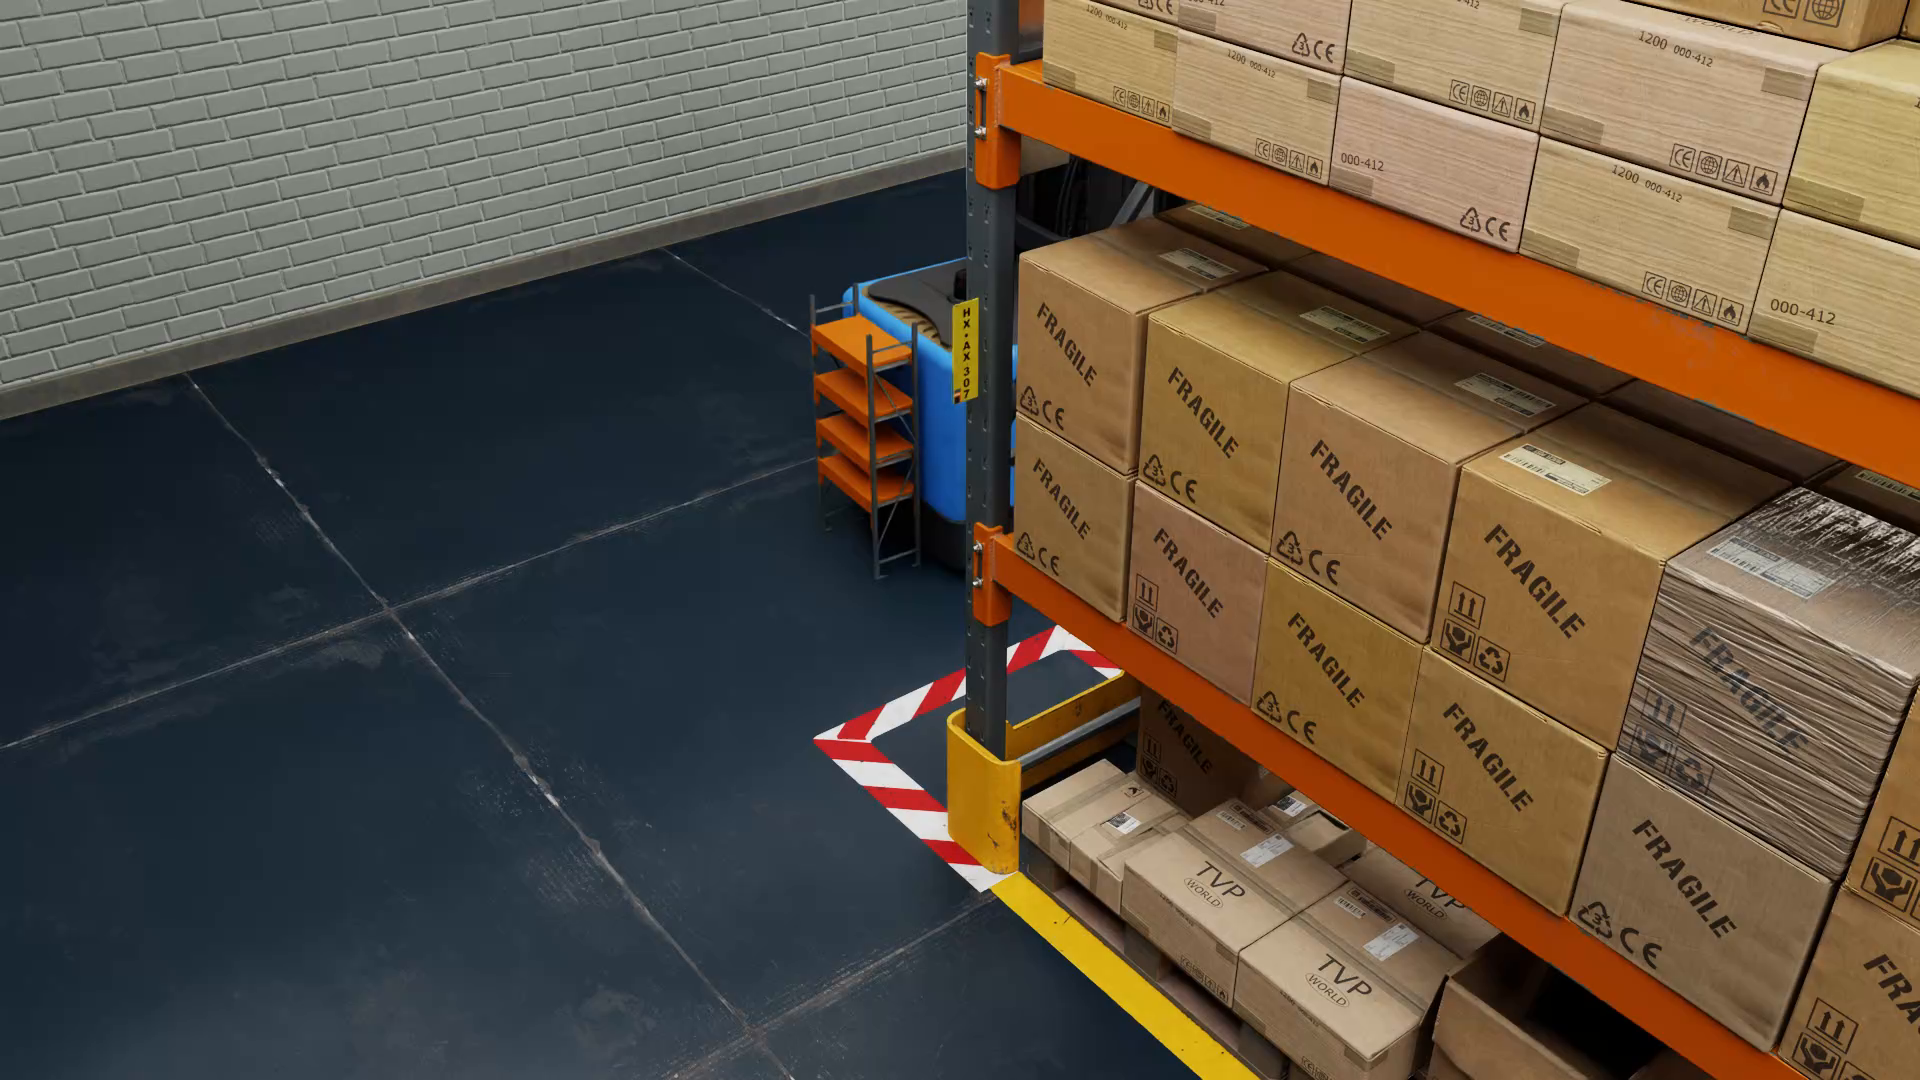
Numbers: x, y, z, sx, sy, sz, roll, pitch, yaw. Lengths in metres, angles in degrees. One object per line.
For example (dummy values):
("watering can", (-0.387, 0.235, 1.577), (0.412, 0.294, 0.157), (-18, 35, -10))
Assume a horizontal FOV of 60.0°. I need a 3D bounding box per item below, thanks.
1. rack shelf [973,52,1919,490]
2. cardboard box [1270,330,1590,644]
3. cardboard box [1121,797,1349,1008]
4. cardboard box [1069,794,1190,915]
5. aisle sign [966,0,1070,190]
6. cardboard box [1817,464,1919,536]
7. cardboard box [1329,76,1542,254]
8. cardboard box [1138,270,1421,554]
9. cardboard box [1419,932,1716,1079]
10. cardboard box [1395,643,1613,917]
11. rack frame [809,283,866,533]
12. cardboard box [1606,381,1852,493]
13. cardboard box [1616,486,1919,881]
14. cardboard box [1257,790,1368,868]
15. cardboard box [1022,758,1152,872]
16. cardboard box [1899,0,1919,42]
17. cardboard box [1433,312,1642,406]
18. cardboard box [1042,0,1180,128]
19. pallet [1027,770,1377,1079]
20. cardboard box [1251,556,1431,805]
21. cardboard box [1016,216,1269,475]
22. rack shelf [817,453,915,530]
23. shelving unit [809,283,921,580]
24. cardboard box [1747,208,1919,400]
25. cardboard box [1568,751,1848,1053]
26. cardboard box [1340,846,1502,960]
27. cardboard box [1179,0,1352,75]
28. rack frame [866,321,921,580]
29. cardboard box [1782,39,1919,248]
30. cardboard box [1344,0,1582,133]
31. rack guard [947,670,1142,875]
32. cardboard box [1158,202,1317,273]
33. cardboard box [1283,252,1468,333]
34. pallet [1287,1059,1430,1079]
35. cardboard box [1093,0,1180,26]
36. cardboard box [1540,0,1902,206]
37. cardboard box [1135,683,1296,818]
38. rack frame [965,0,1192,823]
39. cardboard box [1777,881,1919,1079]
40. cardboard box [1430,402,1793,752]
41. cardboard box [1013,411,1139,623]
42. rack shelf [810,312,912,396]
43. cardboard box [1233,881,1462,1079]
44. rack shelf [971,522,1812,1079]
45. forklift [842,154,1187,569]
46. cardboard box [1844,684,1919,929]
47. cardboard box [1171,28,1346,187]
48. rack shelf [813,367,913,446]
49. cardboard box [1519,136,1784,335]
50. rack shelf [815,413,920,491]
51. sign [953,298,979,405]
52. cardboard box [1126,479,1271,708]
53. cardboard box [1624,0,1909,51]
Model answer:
("rack shelf", (1.675, -0.509, 3.565), (1.077, 0.370, 4.000), (-22, 38, -31))
("cardboard box", (1.142, -0.145, 4.098), (0.500, 0.500, 0.500), (-22, 38, -31))
("cardboard box", (0.865, 1.134, 5.270), (0.500, 0.250, 0.500), (-22, 38, -31))
("cardboard box", (0.587, 1.033, 5.512), (0.380, 0.166, 0.250), (-22, 38, -31))
("aisle sign", (0.175, -1.411, 4.716), (0.394, 0.787, 0.004), (-22, 38, -31))
("cardboard box", (2.203, 0.109, 3.688), (0.500, 0.500, 0.500), (-24, 39, -33))
("cardboard box", (1.167, -0.867, 3.603), (0.500, 0.250, 0.500), (-22, 38, -31))
("cardboard box", (0.839, -0.355, 4.437), (0.500, 0.500, 0.500), (-22, 38, -31))
("cardboard box", (1.745, 1.386, 4.625), (0.797, 0.503, 0.637), (-22, 38, -31))
("cardboard box", (1.444, 0.486, 4.029), (0.500, 0.500, 0.500), (-22, 38, -31))
("rack frame", (-0.550, -0.581, 7.548), (0.240, 1.200, 0.015), (-19, 37, -28))
("cardboard box", (1.886, -0.105, 4.034), (0.500, 0.500, 0.500), (-21, 38, -30))
("cardboard box", (1.762, 0.276, 3.419), (0.500, 0.500, 0.500), (-22, 38, -31))
("cardboard box", (1.154, 0.988, 5.585), (0.380, 0.166, 0.250), (-22, 38, -31))
("cardboard box", (0.434, 0.936, 5.685), (0.380, 0.149, 0.250), (-22, 38, -31))
("cardboard box", (2.067, -1.099, 2.791), (0.700, 0.500, 0.500), (-22, 38, -31))
("cardboard box", (1.571, -0.320, 4.379), (0.500, 0.500, 0.500), (-21, 38, -30))
("cardboard box", (0.563, -1.288, 4.280), (0.500, 0.250, 0.500), (-22, 38, -31))
("pallet", (0.985, 1.175, 5.659), (1.003, 0.211, 1.213), (-22, 38, -31))
("cardboard box", (1.138, 0.278, 4.365), (0.500, 0.500, 0.500), (-22, 38, -32))
("cardboard box", (0.512, -0.571, 4.783), (0.500, 0.500, 0.500), (-21, 38, -30))
("rack shelf", (-0.416, -0.247, 7.515), (0.258, 0.148, 0.480), (-19, 37, -28))
("shelving unit", (-0.416, -0.473, 7.375), (0.258, 1.200, 0.503), (-19, 37, -28))
("cardboard box", (1.782, -0.451, 2.933), (0.500, 0.250, 0.500), (-22, 38, -31))
("cardboard box", (1.758, 0.698, 3.689), (0.500, 0.500, 0.500), (-21, 38, -30))
("cardboard box", (1.535, 1.160, 5.228), (0.500, 0.250, 0.500), (-22, 38, -31))
("cardboard box", (0.859, -1.288, 3.805), (0.500, 0.250, 0.500), (-22, 38, -31))
("rack frame", (-0.282, -0.366, 7.201), (0.240, 1.200, 0.015), (-19, 37, -28))
("cardboard box", (1.780, -0.663, 2.800), (0.500, 0.250, 0.500), (-22, 38, -31))
("cardboard box", (1.171, -1.081, 3.473), (0.500, 0.250, 0.500), (-22, 38, -31))
("rack guard", (0.495, 0.720, 6.117), (1.175, 0.500, 0.348), (-22, 38, -31))
("cardboard box", (0.939, -0.744, 5.063), (0.500, 0.500, 0.500), (-23, 38, -32))
("cardboard box", (1.249, -0.534, 4.724), (0.500, 0.500, 0.500), (-21, 38, -30))
("pallet", (1.729, 1.683, 4.841), (1.003, 0.211, 1.213), (-22, 38, -31))
("cardboard box", (0.558, -1.498, 4.145), (0.500, 0.250, 0.500), (-22, 38, -31))
("cardboard box", (1.474, -0.872, 3.136), (0.500, 0.250, 0.500), (-22, 38, -31))
("cardboard box", (0.977, 0.648, 5.816), (0.500, 0.500, 0.500), (-22, 38, -31))
("rack frame", (0.449, -0.374, 5.509), (1.000, 3.000, 0.127), (-22, 38, -31))
("cardboard box", (2.075, 0.911, 3.345), (0.500, 0.500, 0.500), (-21, 38, -30))
("cardboard box", (1.454, 0.066, 3.758), (0.500, 0.500, 0.500), (-23, 38, -32))
("cardboard box", (0.512, -0.146, 5.047), (0.500, 0.500, 0.500), (-21, 38, -30))
("rack shelf", (-0.416, -0.807, 7.167), (0.258, 0.148, 0.480), (-19, 37, -28))
("cardboard box", (1.171, 1.343, 4.934), (0.500, 0.250, 0.500), (-22, 38, -31))
("rack shelf", (1.675, 0.765, 4.356), (1.077, 0.370, 4.000), (-22, 38, -31))
("forklift", (0.962, -1.700, 7.709), (3.031, 2.935, 1.130), (-19, 37, -28))
("cardboard box", (2.071, 0.487, 3.081), (0.500, 0.500, 0.500), (-23, 39, -32))
("cardboard box", (0.859, -1.075, 3.937), (0.500, 0.250, 0.500), (-22, 38, -31))
("rack shelf", (-0.416, -0.606, 7.292), (0.258, 0.148, 0.480), (-19, 37, -28))
("cardboard box", (1.479, -0.661, 3.271), (0.500, 0.250, 0.500), (-22, 38, -31))
("rack shelf", (-0.416, -0.416, 7.410), (0.258, 0.148, 0.480), (-19, 37, -28))
("sign", (0.020, -0.566, 4.997), (0.100, 0.325, 0.005), (-22, 38, -31))
("cardboard box", (0.833, 0.067, 4.704), (0.500, 0.500, 0.500), (-23, 38, -32))
("cardboard box", (1.640, -1.258, 3.047), (0.700, 0.500, 0.500), (-22, 38, -31))
